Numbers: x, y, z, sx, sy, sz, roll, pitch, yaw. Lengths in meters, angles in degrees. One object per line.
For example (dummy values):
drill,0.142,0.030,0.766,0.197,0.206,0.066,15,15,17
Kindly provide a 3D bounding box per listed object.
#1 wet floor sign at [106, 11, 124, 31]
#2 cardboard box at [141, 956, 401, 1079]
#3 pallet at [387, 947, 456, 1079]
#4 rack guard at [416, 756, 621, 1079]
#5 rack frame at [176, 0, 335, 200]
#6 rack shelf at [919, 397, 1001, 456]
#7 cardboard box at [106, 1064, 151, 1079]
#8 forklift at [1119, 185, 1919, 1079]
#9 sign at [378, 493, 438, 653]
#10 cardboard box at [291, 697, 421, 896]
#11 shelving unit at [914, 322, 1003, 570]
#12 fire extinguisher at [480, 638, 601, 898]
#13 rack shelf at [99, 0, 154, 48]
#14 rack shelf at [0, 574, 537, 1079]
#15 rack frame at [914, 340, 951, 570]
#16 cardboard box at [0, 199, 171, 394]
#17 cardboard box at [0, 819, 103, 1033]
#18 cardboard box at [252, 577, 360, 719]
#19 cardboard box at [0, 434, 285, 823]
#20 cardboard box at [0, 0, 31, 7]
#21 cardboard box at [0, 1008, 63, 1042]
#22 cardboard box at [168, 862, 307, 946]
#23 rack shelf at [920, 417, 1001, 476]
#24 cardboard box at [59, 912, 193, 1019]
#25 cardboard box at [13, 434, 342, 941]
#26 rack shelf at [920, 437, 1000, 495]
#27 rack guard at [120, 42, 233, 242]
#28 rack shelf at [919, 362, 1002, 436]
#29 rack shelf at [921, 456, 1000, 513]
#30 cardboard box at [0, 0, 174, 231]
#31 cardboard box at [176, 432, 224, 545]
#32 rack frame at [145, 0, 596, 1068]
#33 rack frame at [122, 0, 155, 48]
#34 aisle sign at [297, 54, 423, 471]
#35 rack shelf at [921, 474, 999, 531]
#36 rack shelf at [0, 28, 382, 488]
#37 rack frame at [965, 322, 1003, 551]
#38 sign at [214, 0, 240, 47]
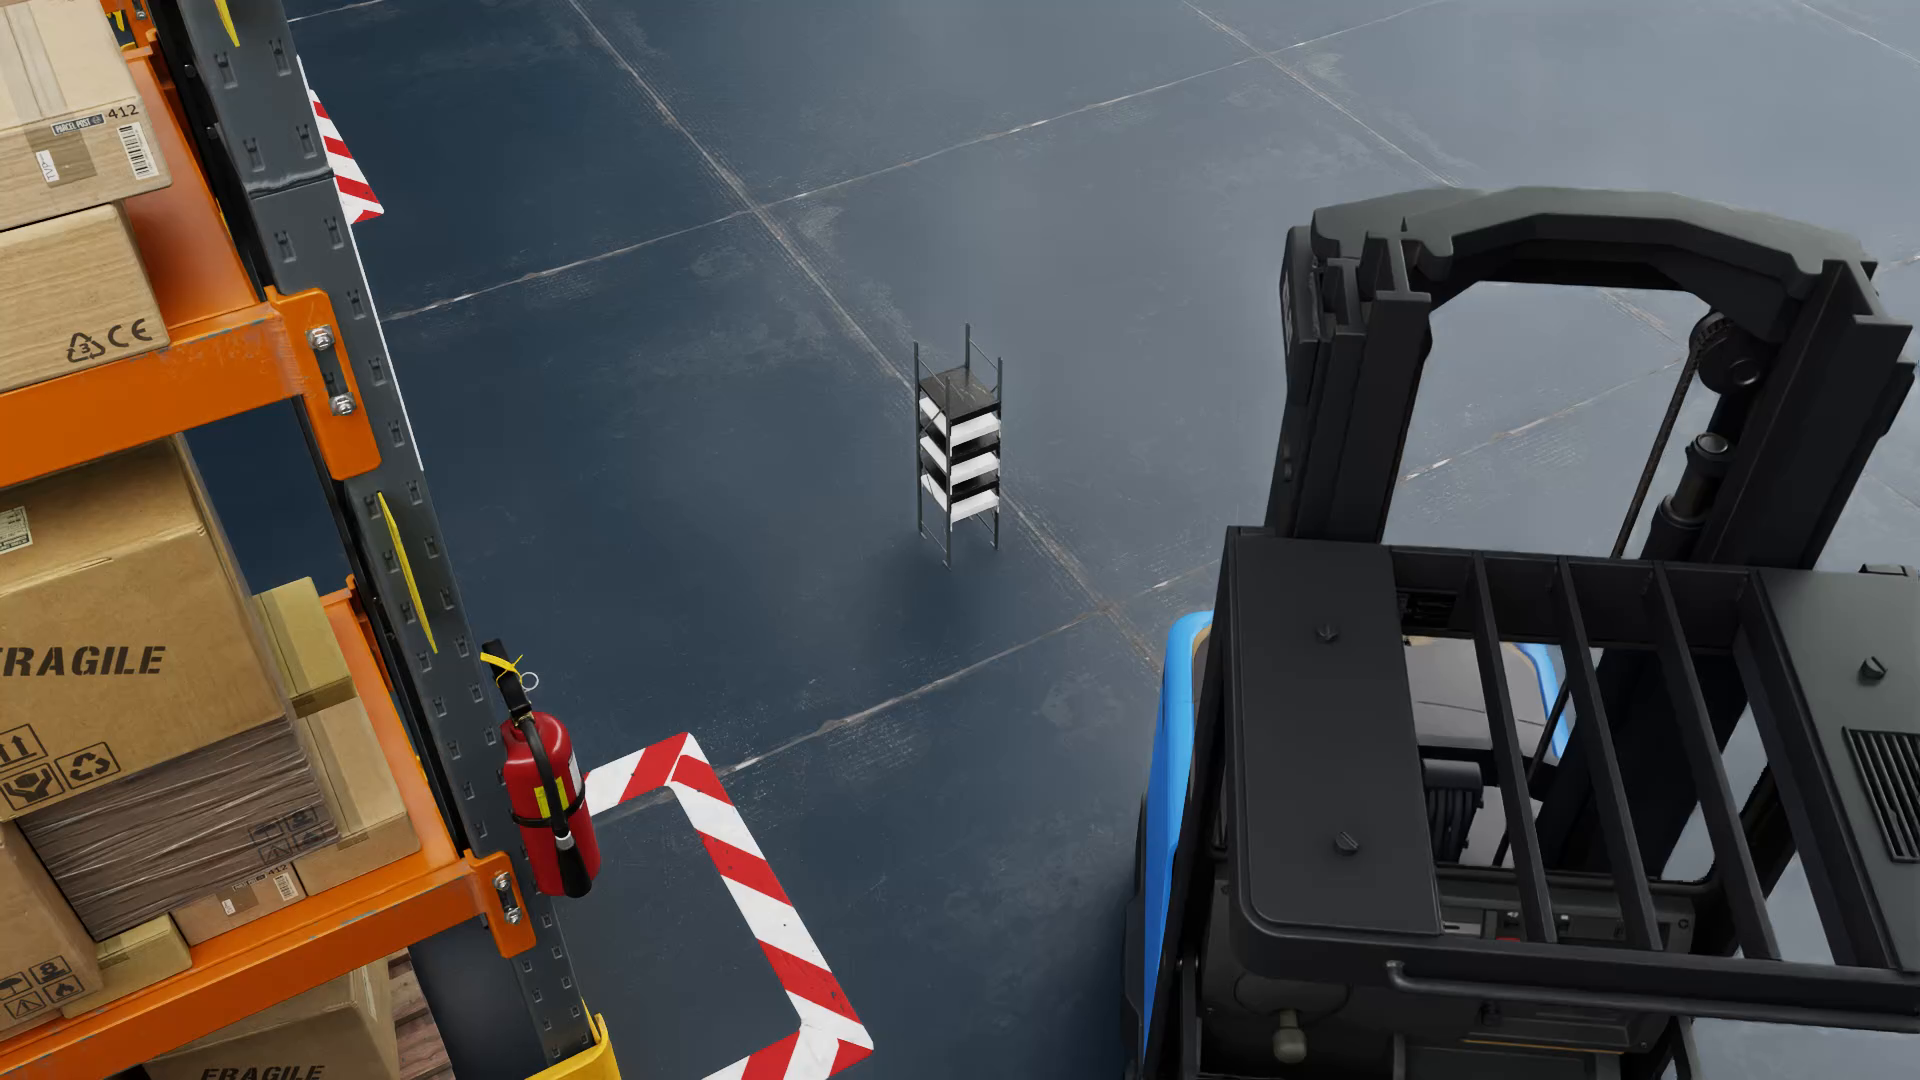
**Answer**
wet floor sign,-4.590,-3.141,9.024,0.232,0.644,0.267,-30,52,-27
cardboard box,-1.795,1.203,4.350,0.500,0.500,0.500,-14,46,-14
pallet,-2.033,1.537,4.514,1.213,0.211,1.003,-22,48,-21
rack guard,-1.311,1.173,4.682,0.348,0.500,1.175,-22,48,-21
rack frame,-1.245,-1.903,1.750,0.127,3.000,1.000,-22,48,-21
rack shelf,-0.007,-0.425,5.832,0.200,0.077,0.258,-22,48,-21
cardboard box,-2.296,1.431,4.115,0.500,0.500,0.500,-10,45,-10
forklift,0.945,0.957,3.159,1.130,2.935,3.031,4,44,4
sign,-0.986,0.063,2.973,0.005,0.325,0.100,-22,48,-21
cardboard box,-1.390,0.563,3.696,0.250,0.149,0.380,-22,48,-21
shelving unit,-0.007,-0.320,5.934,0.210,0.900,0.258,-22,48,-21
fire extinguisher,-0.916,0.516,3.620,0.183,0.674,0.296,-22,48,-21
rack shelf,-5.363,-1.828,6.497,4.000,0.370,1.077,-22,48,-21
rack shelf,-2.979,1.202,3.374,4.000,0.370,1.077,-22,48,-21
rack frame,-0.095,-0.285,5.897,0.006,0.900,0.240,-22,48,-21
cardboard box,-1.537,-0.452,2.516,0.500,0.250,0.500,-21,48,-20
cardboard box,-2.110,0.527,3.268,0.500,0.500,0.875,-22,48,-21
cardboard box,-1.611,0.295,3.973,0.250,0.149,0.380,-22,48,-21
cardboard box,-1.599,0.088,3.002,0.500,0.500,0.500,-22,48,-21
cardboard box,-1.599,-0.960,2.753,0.250,0.149,0.380,-22,48,-21
cardboard box,-2.022,0.845,3.406,0.250,0.149,0.380,-22,48,-21
cardboard box,-1.607,0.650,3.607,0.250,0.149,0.380,-22,48,-21
rack shelf,-0.007,-0.361,5.894,0.200,0.077,0.258,-22,48,-21
cardboard box,-1.798,0.768,3.486,0.250,0.149,0.380,-22,48,-21
cardboard box,-1.736,0.281,3.521,0.500,0.500,0.875,-22,48,-21
rack shelf,-0.007,-0.296,5.957,0.200,0.077,0.258,-22,48,-21
rack guard,-3.608,-1.892,7.840,0.348,0.500,1.175,-22,48,-21
rack shelf,-0.007,-0.490,5.769,0.200,0.077,0.258,-22,48,-21
rack shelf,-0.007,-0.232,6.020,0.200,0.077,0.258,-22,48,-21
cardboard box,-1.331,-0.631,2.414,0.250,0.149,0.380,-22,48,-21
cardboard box,-1.858,-0.226,3.325,0.500,0.500,0.500,-22,48,-21
rack frame,-1.245,0.250,3.839,0.127,3.000,1.000,-22,48,-21
rack frame,-3.629,-2.781,6.961,0.127,3.000,1.000,-22,48,-21
aisle sign,-1.042,-0.524,2.769,0.004,0.787,0.394,-22,48,-21
rack shelf,-0.007,-0.167,6.082,0.200,0.077,0.258,-22,48,-21
rack shelf,-2.979,0.125,2.330,4.000,0.370,1.077,-22,48,-21
rack frame,0.081,-0.355,5.970,0.006,0.900,0.240,-22,48,-21
sign,-0.986,-0.802,2.133,0.005,0.325,0.100,-22,48,-21
